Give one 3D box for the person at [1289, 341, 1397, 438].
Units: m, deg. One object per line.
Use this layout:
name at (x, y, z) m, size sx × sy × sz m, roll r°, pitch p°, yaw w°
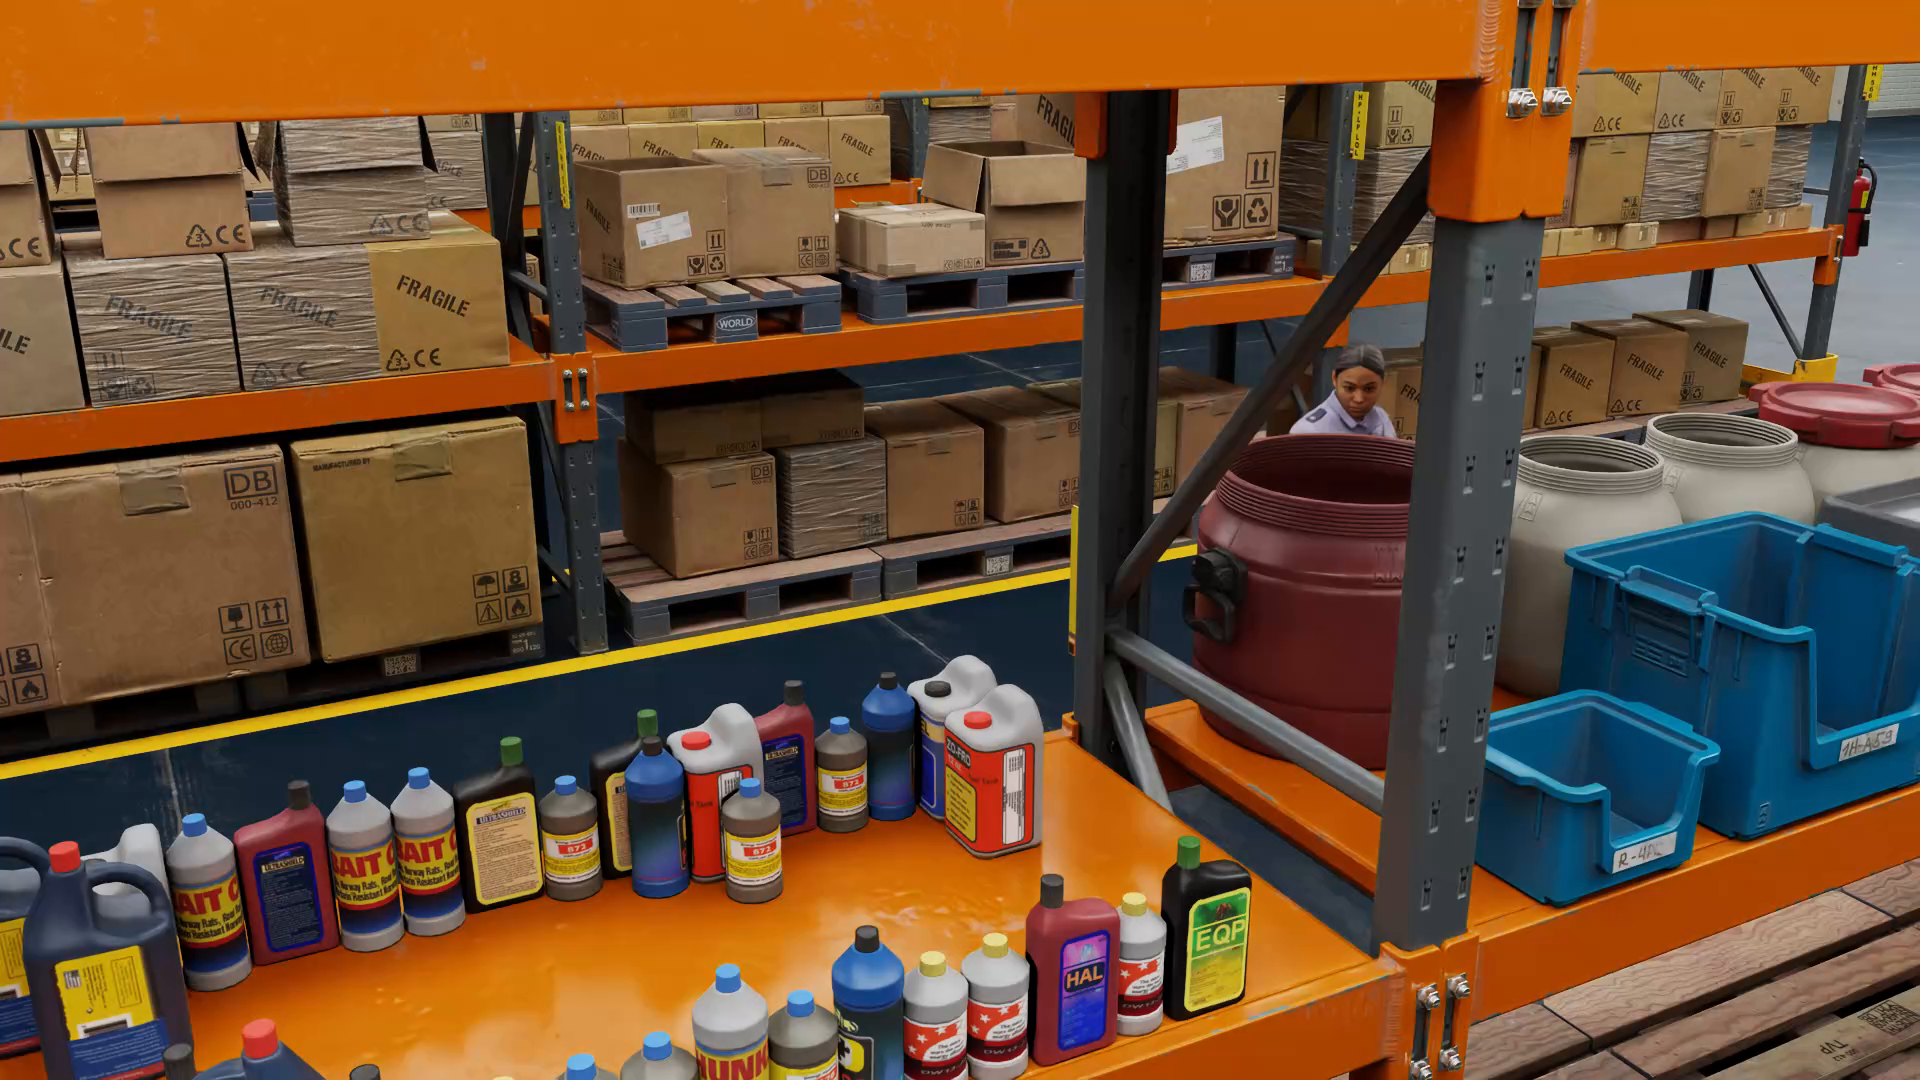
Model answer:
person at (1.354, 0.080, 5.849) m, size 0.873 × 1.608 × 0.639 m, roll 17°, pitch 25°, yaw 41°
